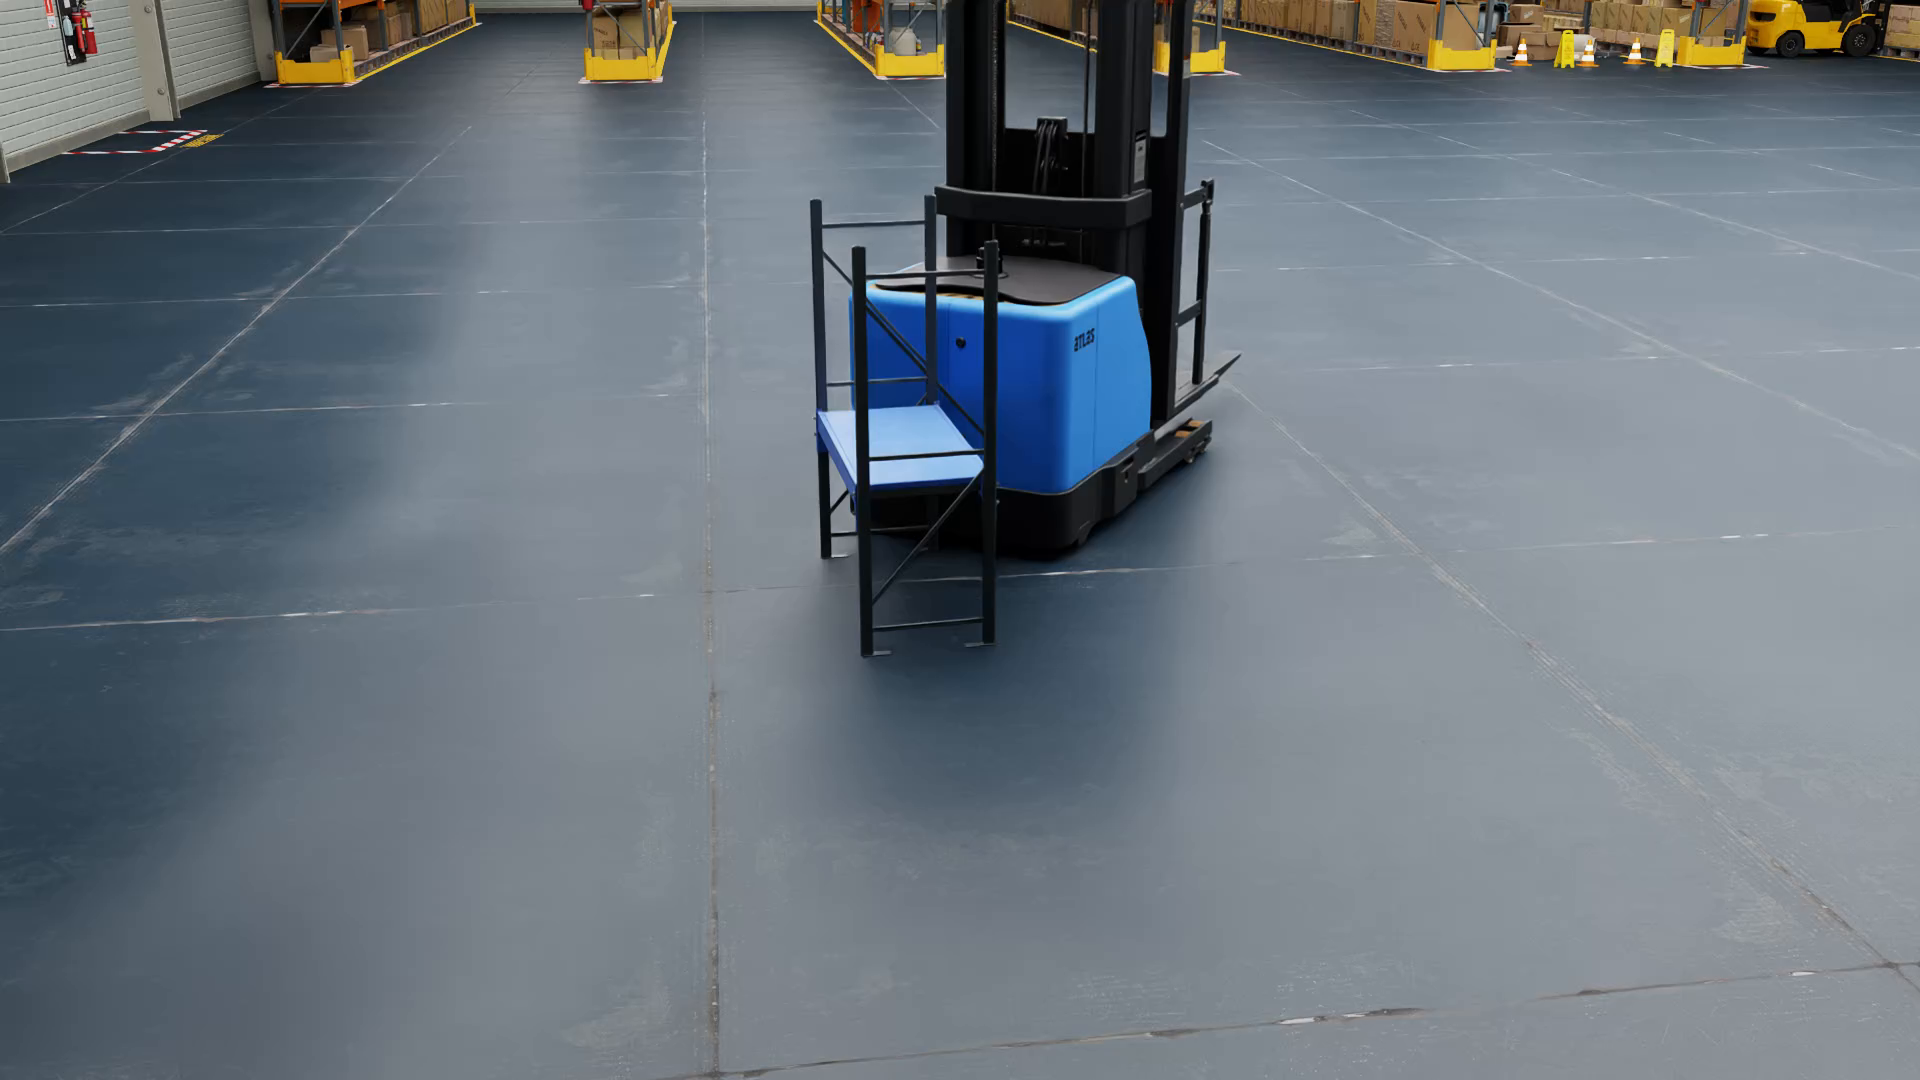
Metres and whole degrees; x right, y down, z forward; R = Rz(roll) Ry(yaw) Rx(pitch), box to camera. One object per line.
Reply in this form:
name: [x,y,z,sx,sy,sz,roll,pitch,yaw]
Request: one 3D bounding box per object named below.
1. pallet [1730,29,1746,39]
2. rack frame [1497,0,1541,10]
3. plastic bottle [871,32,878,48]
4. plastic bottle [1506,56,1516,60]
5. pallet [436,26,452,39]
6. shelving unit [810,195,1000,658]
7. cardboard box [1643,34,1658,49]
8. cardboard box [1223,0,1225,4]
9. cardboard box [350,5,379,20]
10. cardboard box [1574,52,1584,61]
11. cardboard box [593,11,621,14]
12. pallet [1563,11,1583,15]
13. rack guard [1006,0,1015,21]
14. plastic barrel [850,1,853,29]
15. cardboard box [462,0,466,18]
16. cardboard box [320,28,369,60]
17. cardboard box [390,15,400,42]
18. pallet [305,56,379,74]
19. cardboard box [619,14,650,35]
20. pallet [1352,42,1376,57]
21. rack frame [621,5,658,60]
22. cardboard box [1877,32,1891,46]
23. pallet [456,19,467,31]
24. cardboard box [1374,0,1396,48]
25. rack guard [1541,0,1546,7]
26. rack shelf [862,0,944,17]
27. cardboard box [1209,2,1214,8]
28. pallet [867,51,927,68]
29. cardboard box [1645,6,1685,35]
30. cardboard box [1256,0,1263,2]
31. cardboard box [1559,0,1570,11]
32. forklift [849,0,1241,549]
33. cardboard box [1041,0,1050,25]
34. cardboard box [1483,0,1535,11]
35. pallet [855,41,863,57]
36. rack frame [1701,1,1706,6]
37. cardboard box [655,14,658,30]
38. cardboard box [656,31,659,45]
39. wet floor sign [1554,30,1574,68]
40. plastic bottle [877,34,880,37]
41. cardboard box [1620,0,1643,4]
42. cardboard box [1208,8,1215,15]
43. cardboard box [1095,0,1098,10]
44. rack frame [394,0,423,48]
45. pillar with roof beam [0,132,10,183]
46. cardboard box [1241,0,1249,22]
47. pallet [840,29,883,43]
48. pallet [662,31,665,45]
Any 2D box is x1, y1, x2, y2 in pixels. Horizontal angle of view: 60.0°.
pallet: [17.908,-11.202,36.906,1.003,0.211,1.213,-3,21,-8]
rack frame: [12.744,-12.965,37.642,1.000,3.000,0.127,-3,21,-8]
plastic bottle: [-1.566,-9.218,30.767,0.144,0.351,0.185,-2,21,-6]
plastic bottle: [10.591,-9.263,31.929,0.133,0.061,0.283,-11,23,-26]
pallet: [-12.158,-11.531,37.787,1.003,0.211,1.213,-3,21,-8]
shelving unit: [-0.228,-0.469,6.328,0.538,1.500,1.048,-5,21,-12]
cardboard box: [13.448,-9.550,31.827,0.500,0.250,0.500,-3,21,-8]
cardboard box: [6.765,-13.670,42.154,0.380,0.149,0.250,-4,21,-10]
cardboard box: [-11.380,-10.123,31.906,0.500,0.250,0.500,-3,21,-9]
cardboard box: [11.710,-9.211,31.666,0.380,0.149,0.250,8,22,20]
cardboard box: [-6.388,-9.319,30.138,0.500,0.500,0.500,-3,21,-8]
pallet: [16.802,-13.956,44.281,1.003,0.211,1.213,-3,21,-8]
rack guard: [1.781,-14.072,44.179,1.175,0.500,0.348,-3,21,-8]
plastic barrel: [-2.214,-11.842,37.481,0.600,0.588,0.708,-3,21,-8]
cardboard box: [-12.720,-13.274,41.441,0.700,0.500,0.500,-3,21,-8]
cardboard box: [-10.763,-8.679,29.110,0.700,0.500,0.500,-4,21,-11]
cardboard box: [-11.553,-10.149,33.047,0.700,0.500,0.500,-3,21,-8]
pallet: [-10.879,-8.370,29.325,1.003,0.211,1.213,-3,21,-8]
cardboard box: [-5.728,-8.999,29.282,0.500,0.500,0.500,-3,21,-8]
pallet: [8.469,-9.722,32.944,1.003,0.211,1.213,-3,21,-8]
rack frame: [-6.289,-10.582,31.261,1.000,3.000,0.127,-3,21,-8]
cardboard box: [18.303,-9.848,32.627,0.500,0.250,0.500,-3,21,-7]
pallet: [-12.555,-12.485,40.341,1.003,0.211,1.213,-3,21,-8]
cardboard box: [8.592,-9.964,32.042,0.875,0.875,0.875,-3,21,-7]
rack guard: [16.513,-14.789,46.098,1.175,0.500,0.348,-3,21,-8]
rack shelf: [-1.099,-9.801,30.198,1.077,0.370,4.000,-3,21,-8]
cardboard box: [6.697,-13.897,43.186,0.380,0.149,0.250,-4,21,-10]
pallet: [-1.152,-8.866,30.653,1.003,0.211,1.213,-3,21,-8]
cardboard box: [13.445,-9.900,31.693,0.500,0.500,0.500,-2,21,-6]
cardboard box: [7.277,-12.812,39.133,0.500,0.250,0.500,-2,21,-6]
cardboard box: [16.581,-14.498,44.718,0.700,0.500,0.500,-2,21,-6]
forklift: [0.622,-1.811,7.876,1.130,2.935,3.031,10,23,25]
cardboard box: [2.603,-12.521,38.891,1.225,0.875,0.875,-4,21,-10]
cardboard box: [12.727,-12.410,38.591,0.875,0.875,0.875,-3,21,-8]
pallet: [-1.538,-9.794,33.137,1.003,0.211,1.213,-3,21,-8]
rack frame: [17.656,-13.217,38.315,1.000,3.000,0.127,-3,21,-8]
cardboard box: [-6.245,-10.262,32.932,0.500,0.311,0.500,-4,21,-10]
cardboard box: [-6.174,-9.820,32.550,0.500,0.250,0.500,-2,21,-6]
wet floor sign: [10.977,-8.897,30.116,0.267,0.644,0.232,-7,21,-17]
plastic bottle: [-1.541,-9.414,31.404,0.097,0.271,0.097,0,20,0]
cardboard box: [13.215,-10.609,32.664,0.380,0.149,0.250,-2,21,-5]
cardboard box: [6.637,-13.673,43.013,0.380,0.149,0.250,-4,21,-10]
cardboard box: [3.151,-11.438,35.425,0.500,0.250,0.500,-1,20,-2]
rack frame: [-11.767,-11.716,34.297,1.000,3.000,0.127,-3,21,-8]
pillar with roof beam: [-5.581,-8.017,15.820,9.100,9.000,0.400,-3,21,-8]
cardboard box: [7.128,-12.822,40.230,0.500,0.500,0.500,-2,21,-6]
pallet: [-2.118,-11.180,36.848,1.003,0.211,1.213,-3,21,-8]
pallet: [-6.936,-10.921,36.154,1.003,0.211,1.213,-3,21,-8]
